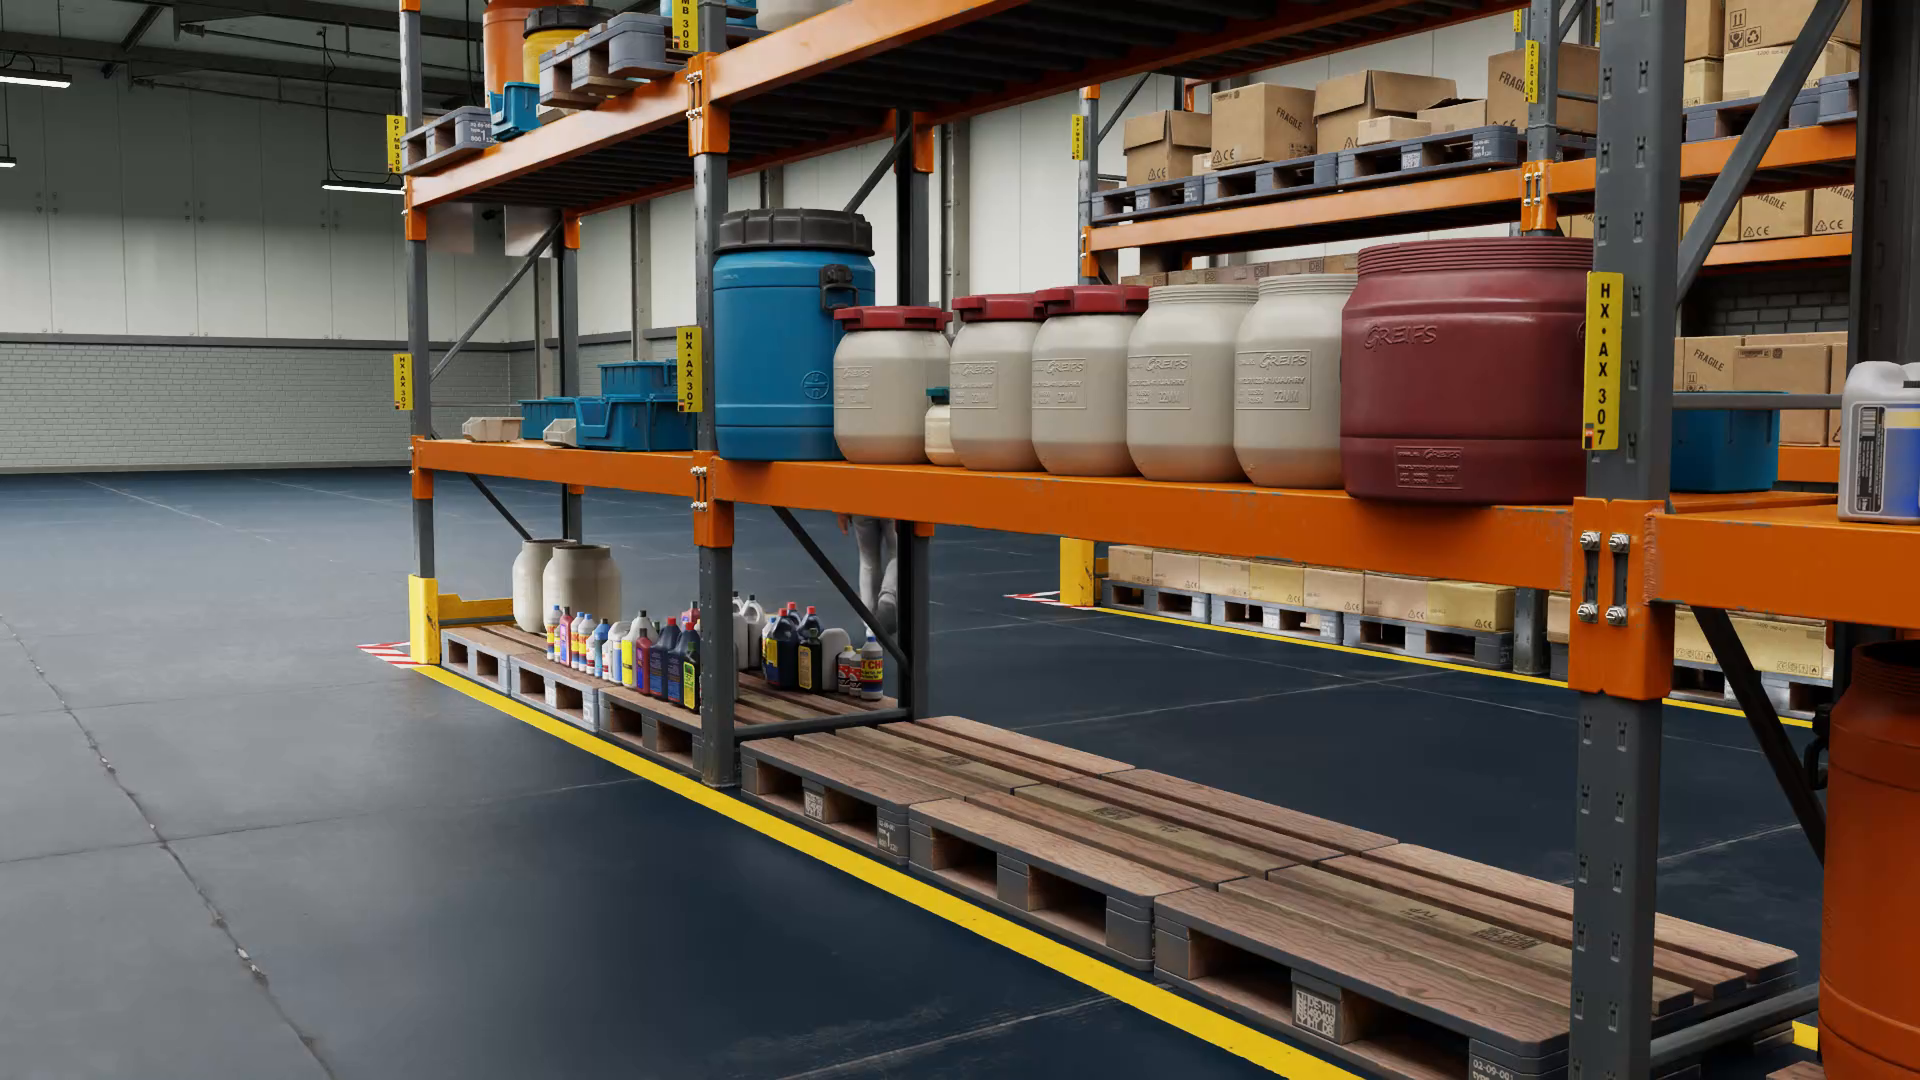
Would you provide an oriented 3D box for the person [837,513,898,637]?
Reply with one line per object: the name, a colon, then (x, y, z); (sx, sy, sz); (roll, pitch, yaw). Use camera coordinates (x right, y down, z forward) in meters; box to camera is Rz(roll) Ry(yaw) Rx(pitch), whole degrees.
person: (-0.505, -0.238, 10.494); (0.579, 1.748, 0.795); (1, 5, 6)
